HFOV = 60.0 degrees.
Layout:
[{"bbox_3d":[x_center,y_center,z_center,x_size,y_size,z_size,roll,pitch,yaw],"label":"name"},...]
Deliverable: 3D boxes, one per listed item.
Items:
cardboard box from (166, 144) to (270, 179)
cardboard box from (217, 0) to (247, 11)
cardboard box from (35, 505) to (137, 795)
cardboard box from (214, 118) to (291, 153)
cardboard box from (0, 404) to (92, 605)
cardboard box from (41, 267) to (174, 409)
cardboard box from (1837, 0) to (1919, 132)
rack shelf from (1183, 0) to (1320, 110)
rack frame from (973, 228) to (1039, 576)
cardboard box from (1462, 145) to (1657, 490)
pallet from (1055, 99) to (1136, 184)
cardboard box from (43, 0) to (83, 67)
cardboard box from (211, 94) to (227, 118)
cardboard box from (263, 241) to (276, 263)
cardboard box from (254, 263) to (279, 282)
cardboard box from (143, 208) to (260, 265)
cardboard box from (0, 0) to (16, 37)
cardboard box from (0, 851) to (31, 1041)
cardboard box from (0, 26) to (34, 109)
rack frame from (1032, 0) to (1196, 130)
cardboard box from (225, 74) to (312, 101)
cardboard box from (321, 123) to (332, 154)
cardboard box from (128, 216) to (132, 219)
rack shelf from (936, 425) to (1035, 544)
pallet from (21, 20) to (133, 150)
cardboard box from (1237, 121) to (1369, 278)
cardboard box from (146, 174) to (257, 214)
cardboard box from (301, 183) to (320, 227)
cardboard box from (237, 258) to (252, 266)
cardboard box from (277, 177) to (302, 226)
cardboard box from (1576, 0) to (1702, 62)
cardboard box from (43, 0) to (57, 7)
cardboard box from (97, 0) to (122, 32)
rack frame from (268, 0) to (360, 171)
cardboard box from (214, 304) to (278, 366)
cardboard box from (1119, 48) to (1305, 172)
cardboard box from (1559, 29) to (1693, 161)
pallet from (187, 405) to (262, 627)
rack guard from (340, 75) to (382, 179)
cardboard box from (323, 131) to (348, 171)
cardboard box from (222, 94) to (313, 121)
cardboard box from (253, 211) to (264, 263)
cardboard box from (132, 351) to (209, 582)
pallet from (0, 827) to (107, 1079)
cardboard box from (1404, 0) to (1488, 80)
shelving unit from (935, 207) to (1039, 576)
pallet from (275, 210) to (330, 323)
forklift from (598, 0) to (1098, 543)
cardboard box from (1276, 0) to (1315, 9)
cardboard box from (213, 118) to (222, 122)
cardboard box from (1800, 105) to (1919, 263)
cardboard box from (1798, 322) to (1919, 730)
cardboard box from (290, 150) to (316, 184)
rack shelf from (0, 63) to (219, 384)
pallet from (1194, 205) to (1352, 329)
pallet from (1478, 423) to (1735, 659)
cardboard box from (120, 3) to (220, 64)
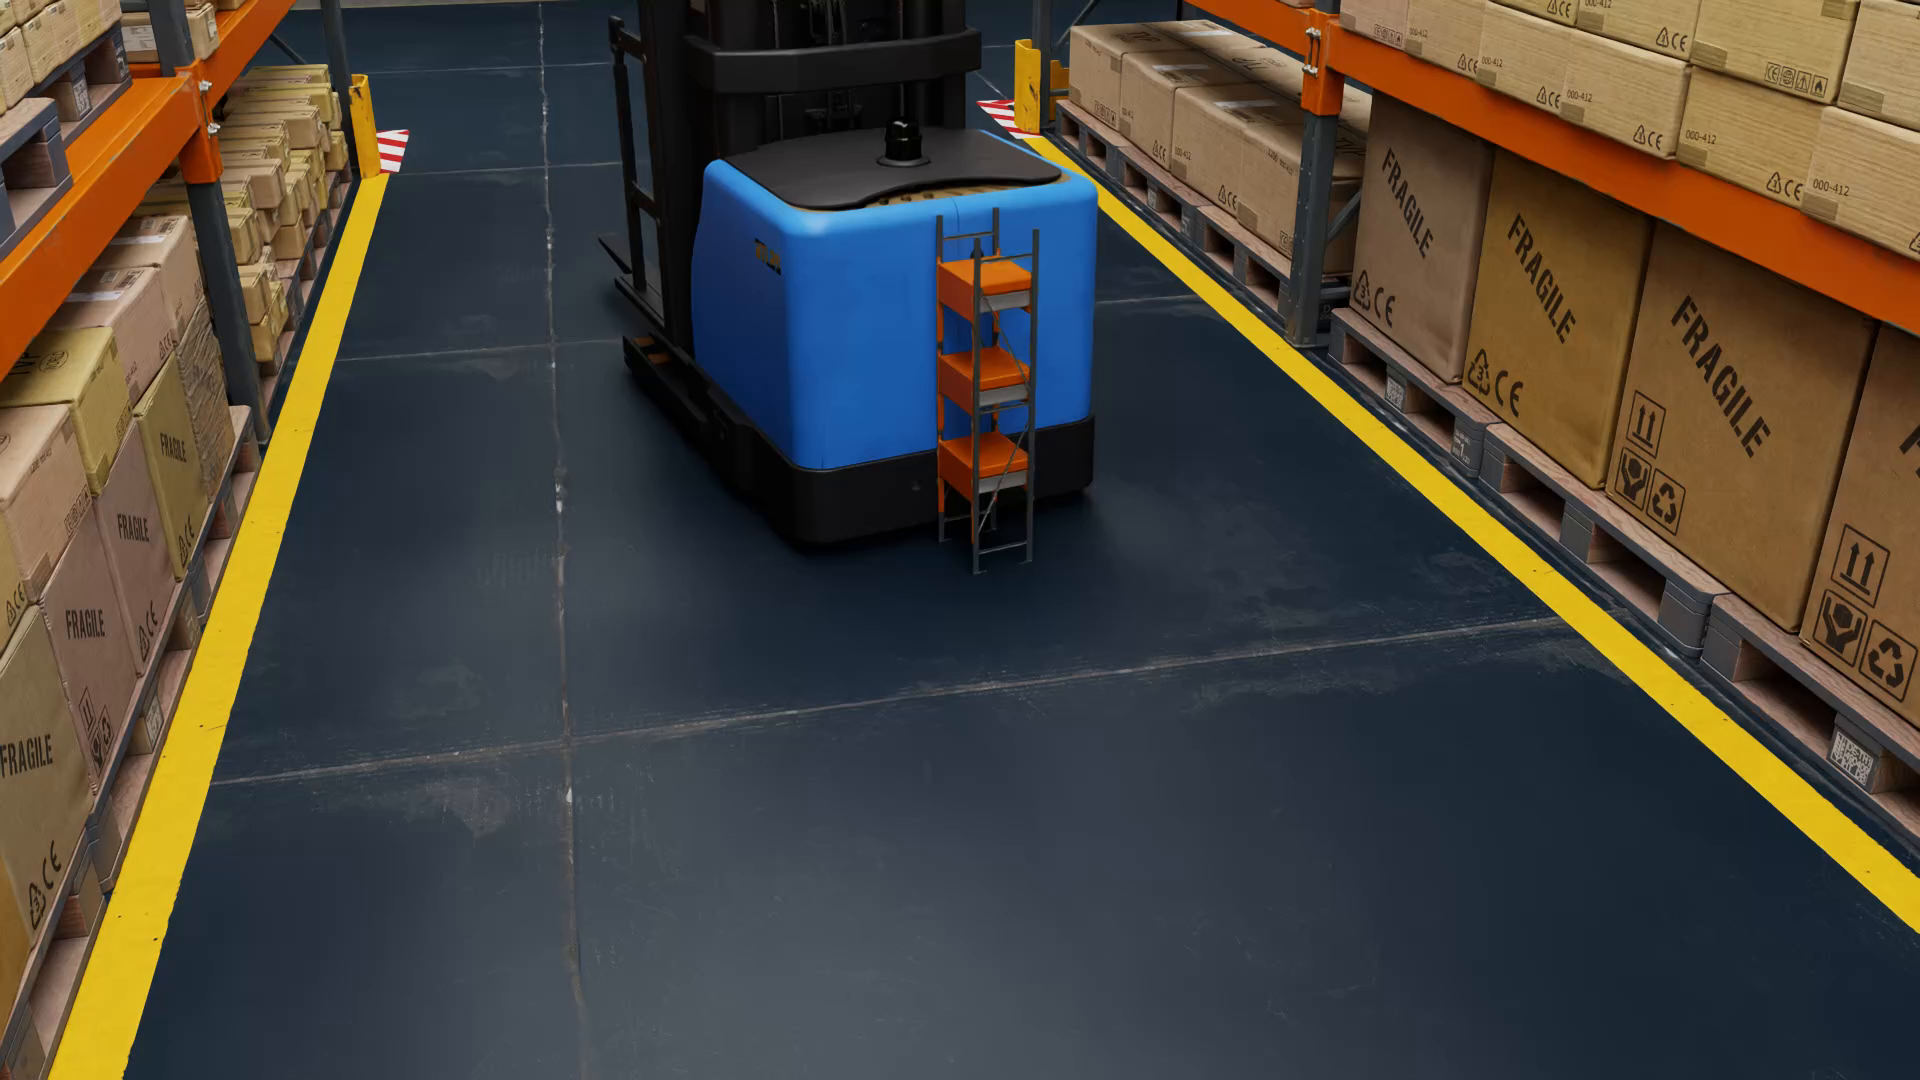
[{"bbox_3d":[-3.145,-1.572,7.073,0.380,0.149,0.250,-7,28,-14],"label":"cardboard box"},{"bbox_3d":[-2.994,-2.143,6.446,0.380,0.149,0.250,-5,27,-11],"label":"cardboard box"},{"bbox_3d":[-2.205,0.260,3.714,0.500,0.500,0.500,-7,28,-13],"label":"cardboard box"},{"bbox_3d":[-3.249,-1.796,7.517,0.380,0.149,0.250,-7,28,-13],"label":"cardboard box"},{"bbox_3d":[-2.190,-0.062,3.519,0.500,0.250,0.500,-6,27,-11],"label":"cardboard box"},{"bbox_3d":[-2.442,-0.521,4.429,0.500,0.250,0.500,-5,27,-9],"label":"cardboard box"},{"bbox_3d":[2.267,-1.002,3.517,0.500,0.250,0.500,-7,28,-13],"label":"cardboard box"},{"bbox_3d":[1.390,-2.747,8.161,1.077,0.370,4.000,-6,27,-12],"label":"rack shelf"},{"bbox_3d":[0.130,-0.381,4.841,0.200,1.050,0.008,-12,29,-23],"label":"rack frame"},{"bbox_3d":[2.270,-0.769,5.337,0.875,0.875,0.875,-5,27,-10],"label":"cardboard box"},{"bbox_3d":[1.196,-2.358,9.687,1.003,0.211,1.213,-6,27,-12],"label":"pallet"},{"bbox_3d":[-2.563,-1.340,4.389,0.380,0.149,0.250,-6,27,-12],"label":"cardboard box"},{"bbox_3d":[-3.894,-2.206,8.329,0.380,0.149,0.250,-5,27,-11],"label":"cardboard box"},{"bbox_3d":[-3.095,-1.192,6.980,0.380,0.149,0.250,-7,28,-14],"label":"cardboard box"},{"bbox_3d":[-2.895,-0.971,6.542,0.380,0.149,0.250,-6,27,-12],"label":"cardboard box"},{"bbox_3d":[-2.839,-1.122,6.182,0.380,0.149,0.250,-5,27,-9],"label":"cardboard box"},{"bbox_3d":[-2.440,-1.238,3.856,0.380,0.149,0.250,-7,28,-14],"label":"cardboard box"},{"bbox_3d":[-1.968,0.705,2.832,0.500,0.500,0.500,-7,28,-14],"label":"cardboard box"},{"bbox_3d":[-2.439,-1.109,3.930,0.380,0.149,0.250,-7,28,-14],"label":"cardboard box"},{"bbox_3d":[0.940,-3.946,9.739,1.000,3.000,0.127,-6,27,-12],"label":"rack frame"},{"bbox_3d":[-3.493,-2.256,8.429,0.380,0.149,0.250,-5,27,-11],"label":"cardboard box"},{"bbox_3d":[-3.345,-2.016,8.282,0.380,0.149,0.250,-7,28,-14],"label":"cardboard box"},{"bbox_3d":[-3.434,-1.291,6.517,0.380,0.149,0.250,-5,27,-10],"label":"cardboard box"},{"bbox_3d":[0.077,-0.173,5.069,0.215,0.259,0.240,-12,29,-23],"label":"rack shelf"},{"bbox_3d":[-2.928,-1.207,4.525,1.003,0.211,1.213,-6,27,-12],"label":"pallet"},{"bbox_3d":[1.804,-1.520,7.310,0.875,0.438,0.875,-6,27,-12],"label":"cardboard box"},{"bbox_3d":[-3.025,-1.341,6.615,0.380,0.149,0.250,-7,28,-13],"label":"cardboard box"},{"bbox_3d":[-3.177,-1.542,7.673,0.380,0.149,0.250,-5,27,-11],"label":"cardboard box"},{"bbox_3d":[-2.873,-0.984,6.238,0.380,0.149,0.250,-6,27,-11],"label":"cardboard box"},{"bbox_3d":[-3.056,-1.446,7.155,0.380,0.149,0.250,-6,27,-12],"label":"cardboard box"},{"bbox_3d":[2.014,-1.452,4.410,0.500,0.250,0.500,-7,28,-13],"label":"cardboard box"},{"bbox_3d":[-2.563,-1.472,4.319,0.380,0.149,0.250,-5,27,-9],"label":"cardboard box"},{"bbox_3d":[-2.677,-1.564,4.832,0.380,0.149,0.250,-7,28,-13],"label":"cardboard box"},{"bbox_3d":[-3.860,-3.399,8.655,1.000,3.000,0.127,-6,27,-12],"label":"rack frame"},{"bbox_3d":[-2.728,-0.750,6.105,0.380,0.149,0.250,-7,28,-14],"label":"cardboard box"},{"bbox_3d":[1.400,-2.309,8.873,0.875,0.438,0.875,-5,27,-10],"label":"cardboard box"},{"bbox_3d":[2.005,-1.229,4.522,0.500,0.250,0.500,-6,27,-12],"label":"cardboard box"},{"bbox_3d":[-2.782,-0.056,5.127,1.003,0.211,1.213,-6,27,-12],"label":"pallet"},{"bbox_3d":[-3.843,-2.250,9.152,1.175,0.500,0.348,-6,27,-12],"label":"rack guard"},{"bbox_3d":[-3.382,-2.001,8.584,0.380,0.149,0.250,-5,27,-10],"label":"cardboard box"},{"bbox_3d":[-3.315,-2.035,7.991,0.380,0.149,0.250,-7,28,-14],"label":"cardboard box"},{"bbox_3d":[-3.021,-1.206,6.678,0.380,0.149,0.250,-7,28,-14],"label":"cardboard box"},{"bbox_3d":[-2.431,-0.190,4.605,0.500,0.500,0.500,-7,28,-13],"label":"cardboard box"},{"bbox_3d":[-2.232,1.015,3.005,1.003,0.211,1.213,-6,27,-12],"label":"pallet"},{"bbox_3d":[1.801,-1.676,5.408,0.500,0.250,0.500,-7,28,-13],"label":"cardboard box"},{"bbox_3d":[0.077,-0.431,4.939,0.215,1.050,0.252,-12,29,-23],"label":"shelving unit"},{"bbox_3d":[-3.423,-1.226,7.444,1.003,0.211,1.213,-6,27,-12],"label":"pallet"},{"bbox_3d":[-0.660,-1.935,5.831,1.130,2.935,3.031,-12,29,-23],"label":"forklift"},{"bbox_3d":[1.487,-2.412,6.589,0.500,0.500,0.500,-6,27,-11],"label":"cardboard box"},{"bbox_3d":[-3.844,-1.966,8.184,0.380,0.149,0.250,-6,27,-11],"label":"cardboard box"},{"bbox_3d":[2.245,-0.785,3.643,0.500,0.250,0.500,-5,27,-11],"label":"cardboard box"},{"bbox_3d":[2.668,0.016,3.782,0.875,0.875,0.875,-6,27,-12],"label":"cardboard box"},{"bbox_3d":[-3.176,-1.675,7.608,0.380,0.149,0.250,-5,27,-9],"label":"cardboard box"},{"bbox_3d":[-2.508,-0.444,3.598,1.077,0.370,4.000,-6,27,-12],"label":"rack shelf"},{"bbox_3d":[1.746,-1.287,7.565,1.003,0.211,1.213,-6,27,-12],"label":"pallet"},{"bbox_3d":[2.367,-0.077,5.169,1.003,0.211,1.213,-6,27,-12],"label":"pallet"},{"bbox_3d":[-2.704,-1.688,5.545,0.380,0.149,0.250,-5,27,-10],"label":"cardboard box"}]
